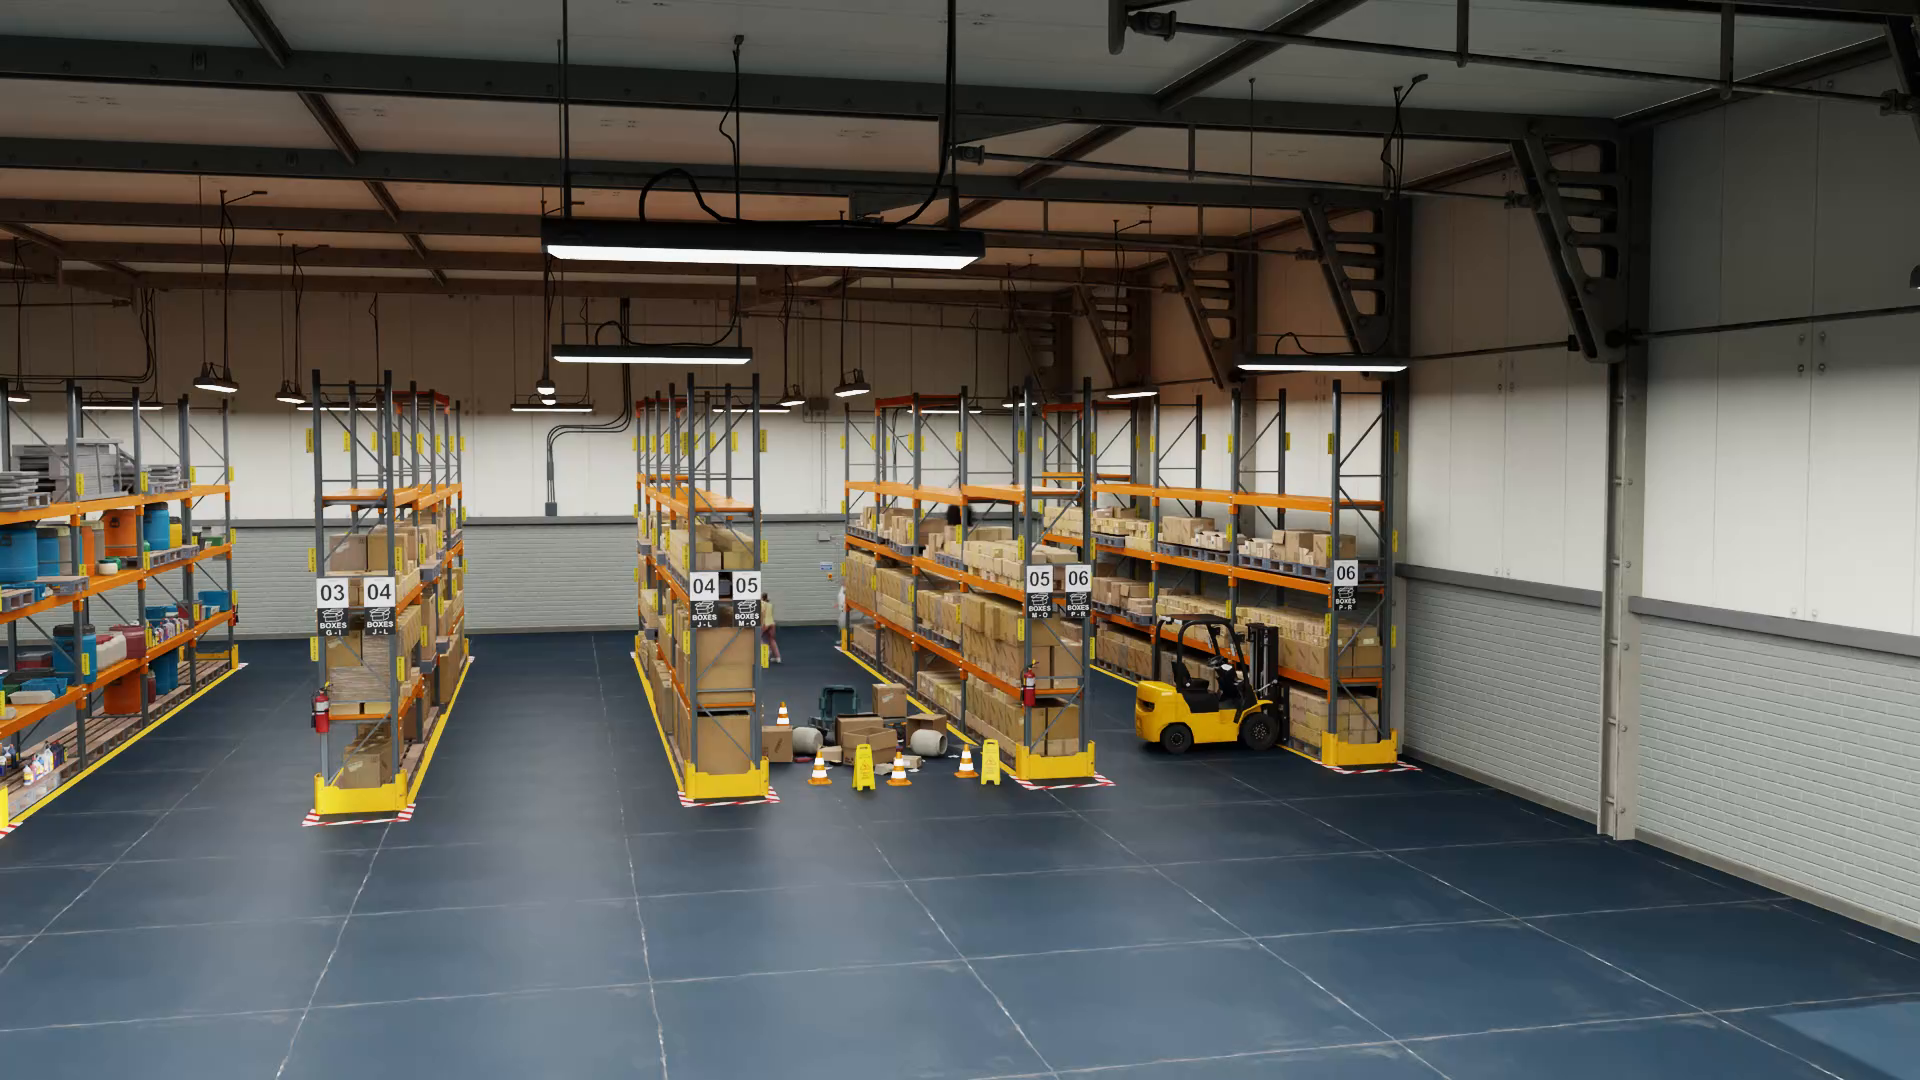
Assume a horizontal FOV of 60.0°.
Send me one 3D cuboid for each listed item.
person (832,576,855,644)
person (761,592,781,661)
[{"bbox_3d":[-2.795,1.737,41.702,0.714,1.737,0.670,-2,4,-26],"label":"person"},{"bbox_3d":[-4.464,1.992,38.291,0.880,1.568,0.579,3,4,42],"label":"person"}]
